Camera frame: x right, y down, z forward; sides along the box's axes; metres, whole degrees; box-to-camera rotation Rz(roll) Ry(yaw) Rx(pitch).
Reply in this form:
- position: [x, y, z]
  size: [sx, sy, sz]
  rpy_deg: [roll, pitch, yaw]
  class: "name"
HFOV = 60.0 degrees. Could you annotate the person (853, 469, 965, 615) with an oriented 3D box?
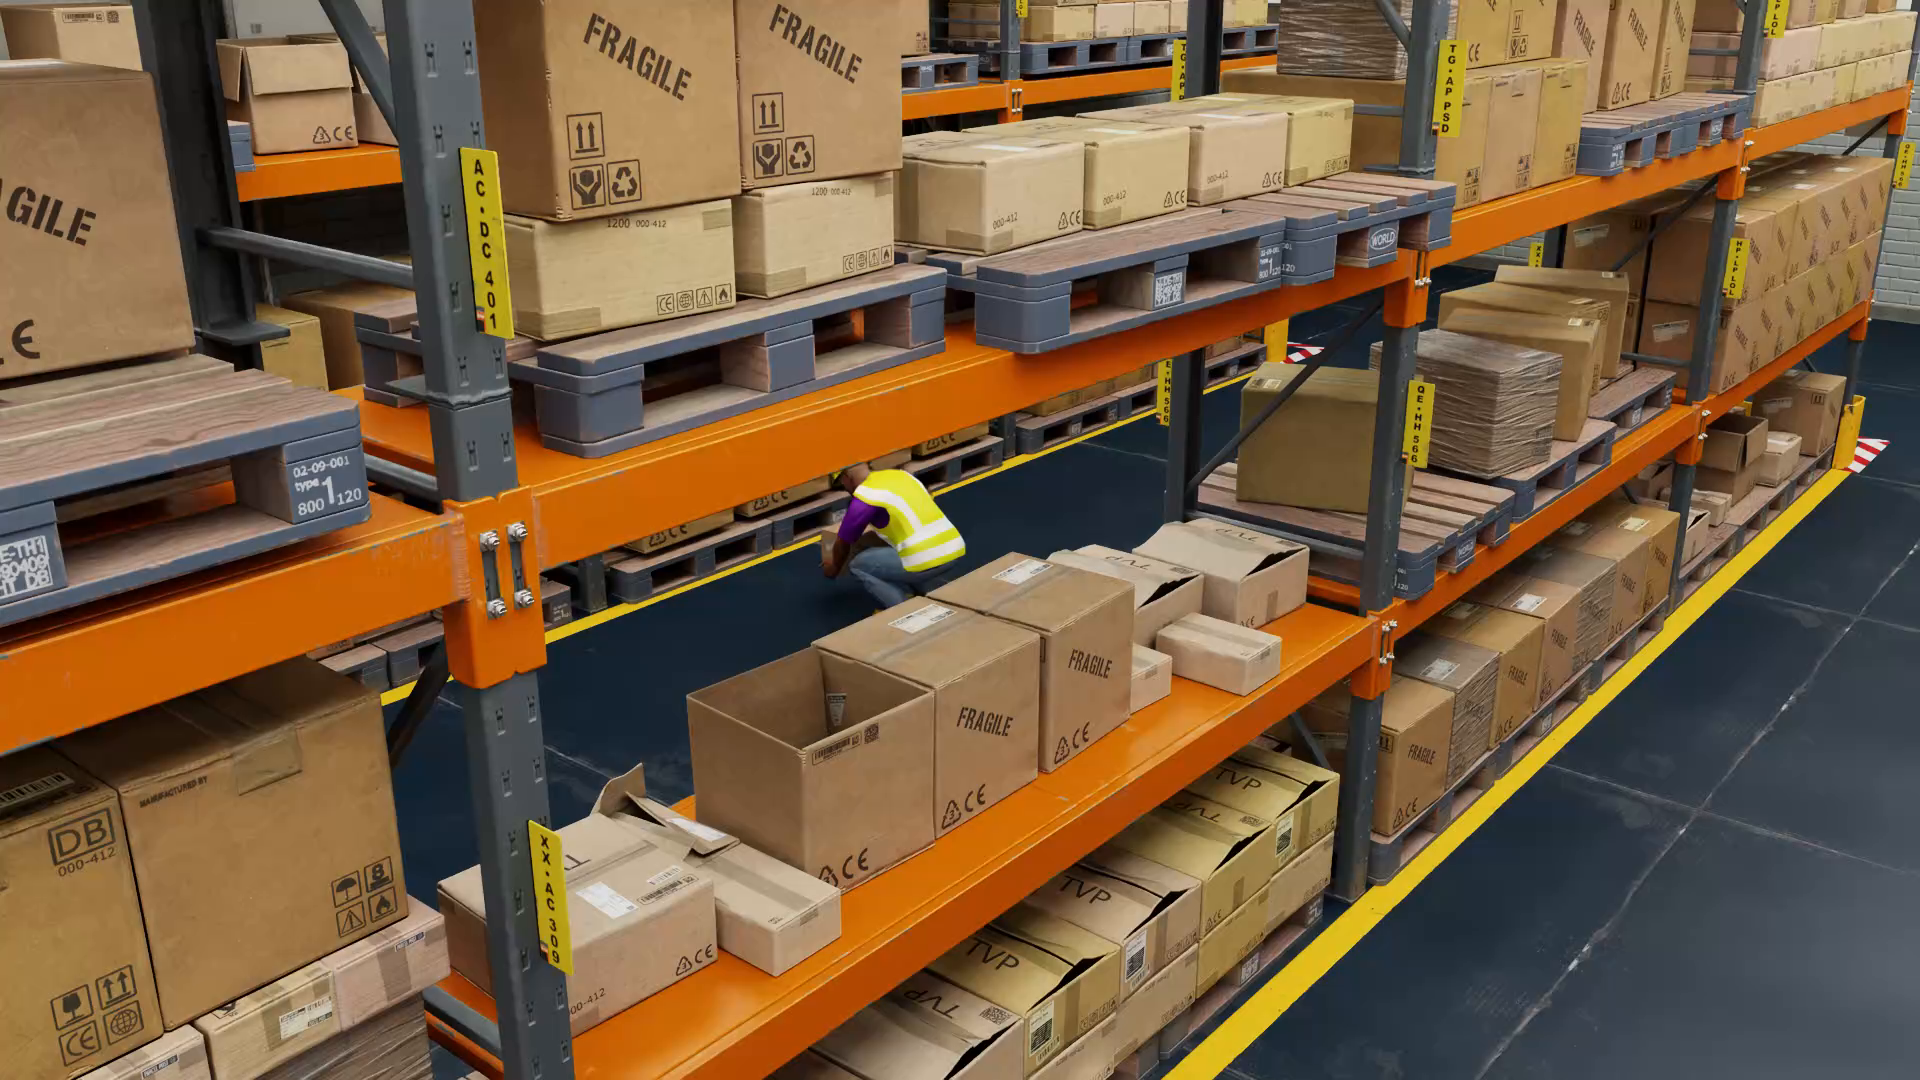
- position: [3.554, 2.062, 0.818]
  size: [18.010, 3.200, 9.548]
  rpy_deg: [16, 25, 37]
  class: "person"
